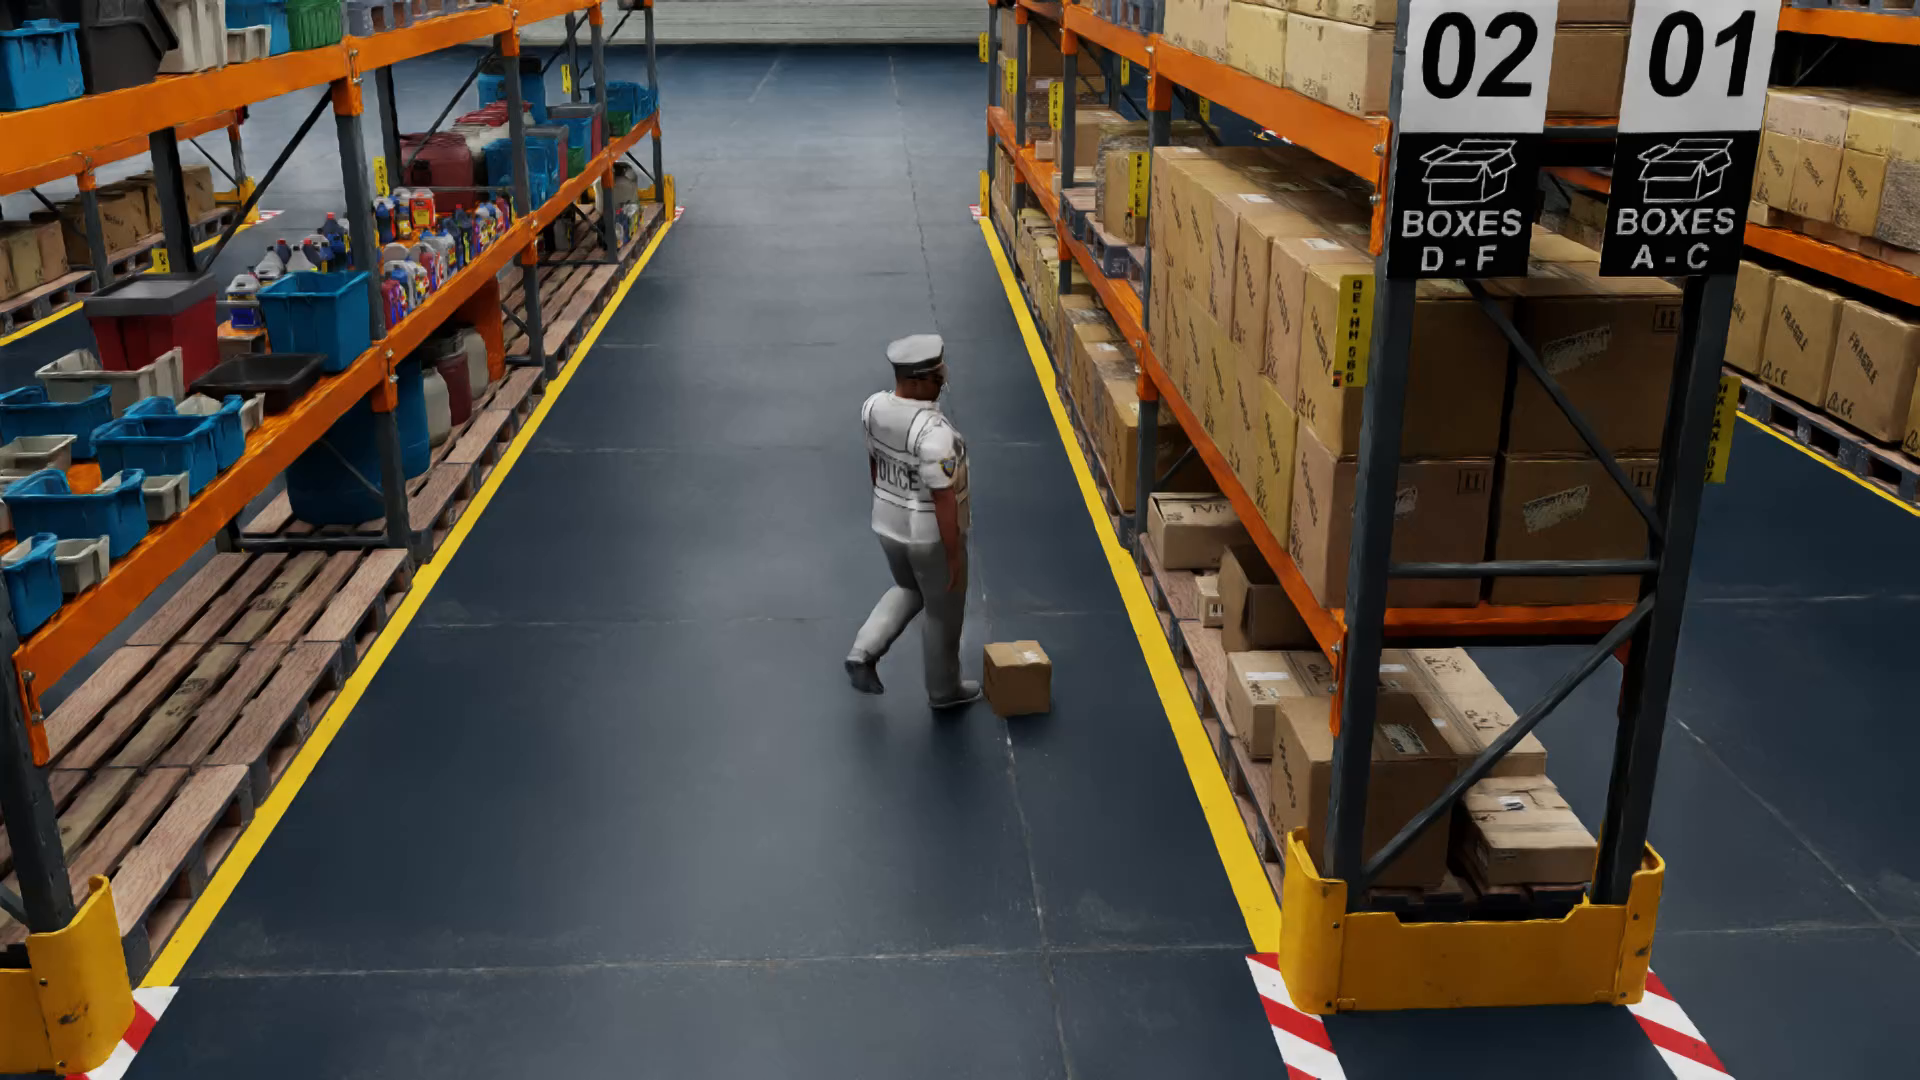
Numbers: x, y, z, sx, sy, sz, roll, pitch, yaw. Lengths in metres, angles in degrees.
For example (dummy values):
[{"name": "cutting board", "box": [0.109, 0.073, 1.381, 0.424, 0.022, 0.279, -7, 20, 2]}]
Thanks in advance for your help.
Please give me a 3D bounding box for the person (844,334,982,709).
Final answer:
[{"name": "person", "box": [-0.159, -0.040, 7.195, 0.683, 1.753, 0.585, -17, 26, -39]}]
